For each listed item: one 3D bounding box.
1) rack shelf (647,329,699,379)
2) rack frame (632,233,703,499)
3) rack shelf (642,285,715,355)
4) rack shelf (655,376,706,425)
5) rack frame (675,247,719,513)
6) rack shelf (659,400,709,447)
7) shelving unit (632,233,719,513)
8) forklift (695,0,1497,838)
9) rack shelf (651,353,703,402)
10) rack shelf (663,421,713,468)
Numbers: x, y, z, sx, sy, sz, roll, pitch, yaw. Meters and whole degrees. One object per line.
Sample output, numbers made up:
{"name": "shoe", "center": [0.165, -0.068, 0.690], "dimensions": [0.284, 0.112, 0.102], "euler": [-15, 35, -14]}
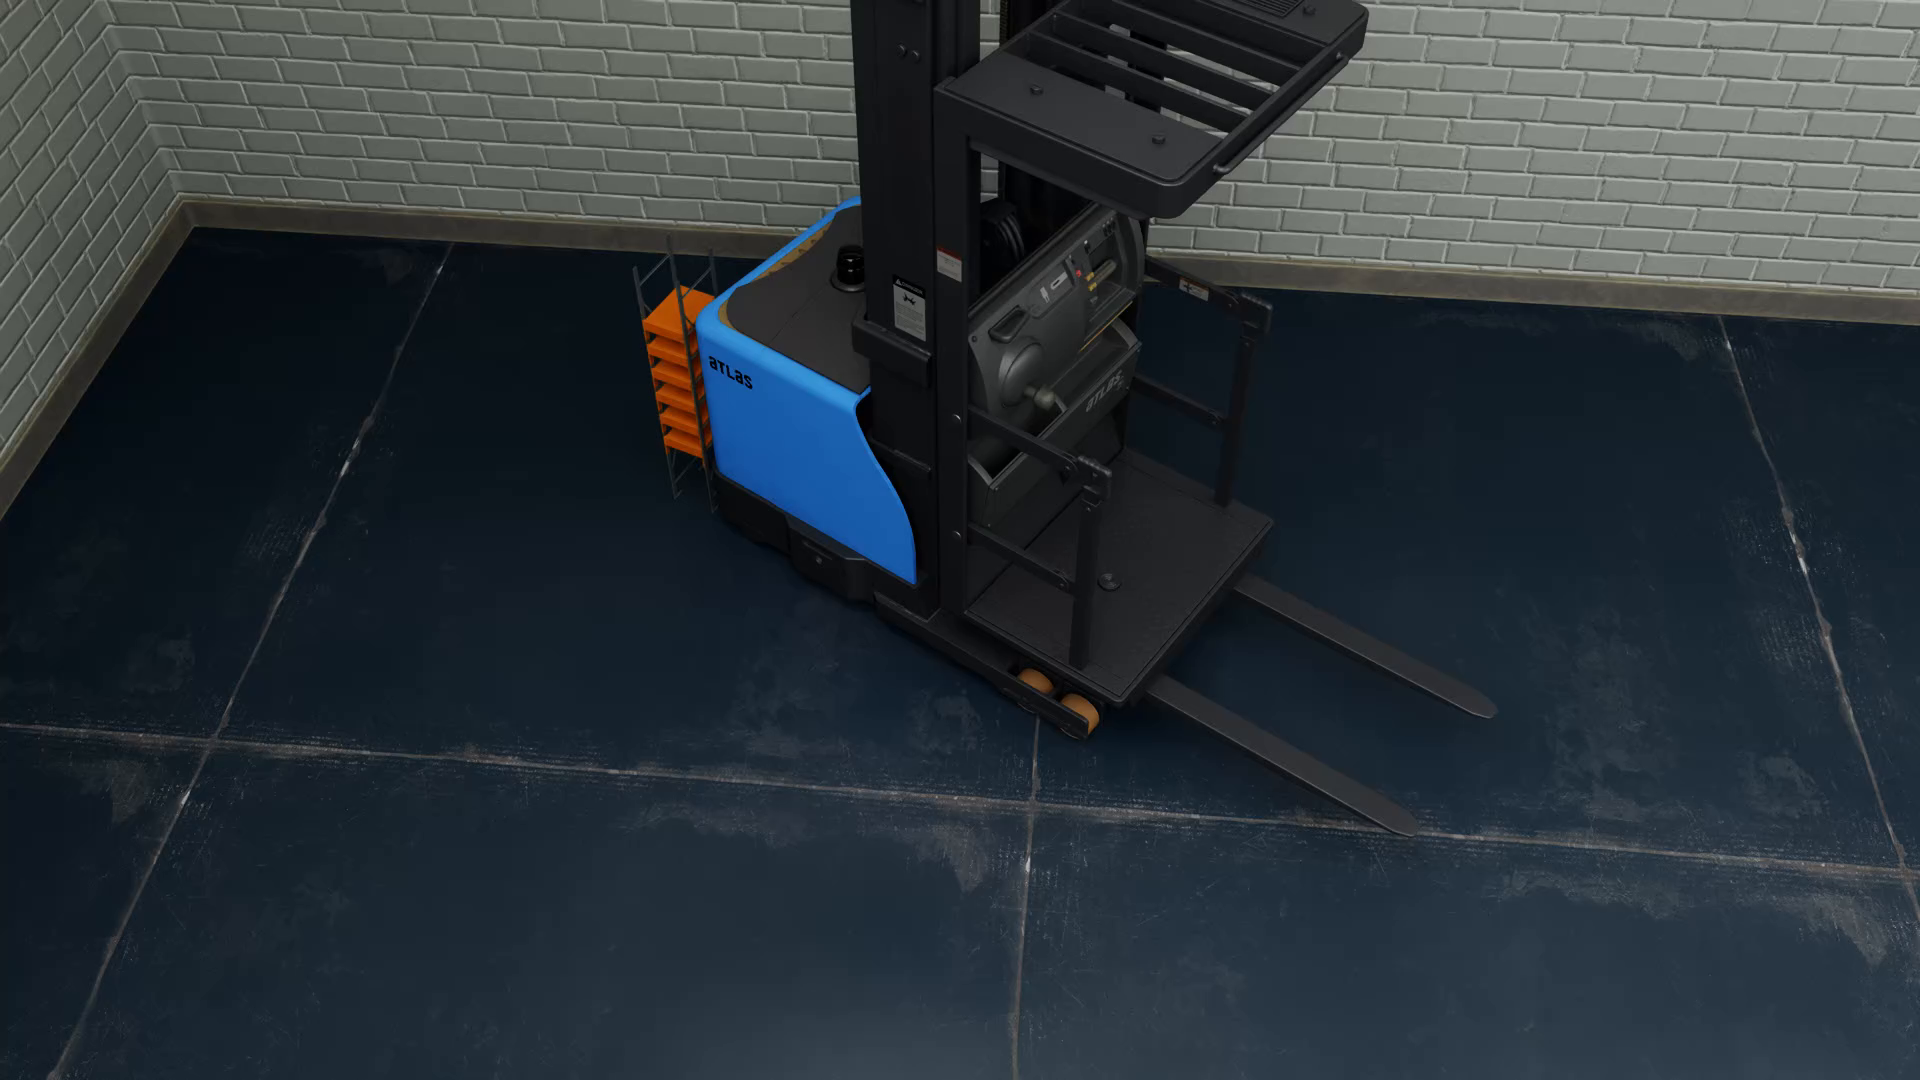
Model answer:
{"name": "rack shelf", "center": [-1.049, -0.756, 6.363], "dimensions": [0.180, 0.103, 0.258], "euler": [20, 51, 17]}
{"name": "rack frame", "center": [-1.131, -0.654, 6.535], "dimensions": [0.006, 1.200, 0.240], "euler": [20, 51, 17]}
{"name": "rack shelf", "center": [-1.049, -0.837, 6.275], "dimensions": [0.180, 0.103, 0.258], "euler": [20, 51, 17]}
{"name": "rack shelf", "center": [-1.049, -0.594, 6.540], "dimensions": [0.180, 0.103, 0.258], "euler": [20, 51, 17]}
{"name": "rack frame", "center": [-0.966, -0.594, 6.480], "dimensions": [0.006, 1.200, 0.240], "euler": [20, 51, 17]}
{"name": "rack shelf", "center": [-1.049, -0.513, 6.629], "dimensions": [0.180, 0.103, 0.258], "euler": [20, 51, 17]}
{"name": "shelving unit", "center": [-1.049, -0.624, 6.507], "dimensions": [0.189, 1.200, 0.258], "euler": [20, 51, 17]}
{"name": "forklift", "center": [0.498, -0.714, 5.416], "dimensions": [3.031, 2.935, 1.130], "euler": [29, 54, 24]}
{"name": "rack shelf", "center": [-1.049, -0.675, 6.452], "dimensions": [0.180, 0.103, 0.258], "euler": [20, 51, 17]}
{"name": "rack shelf", "center": [-1.049, -0.432, 6.717], "dimensions": [0.180, 0.103, 0.258], "euler": [20, 51, 17]}
